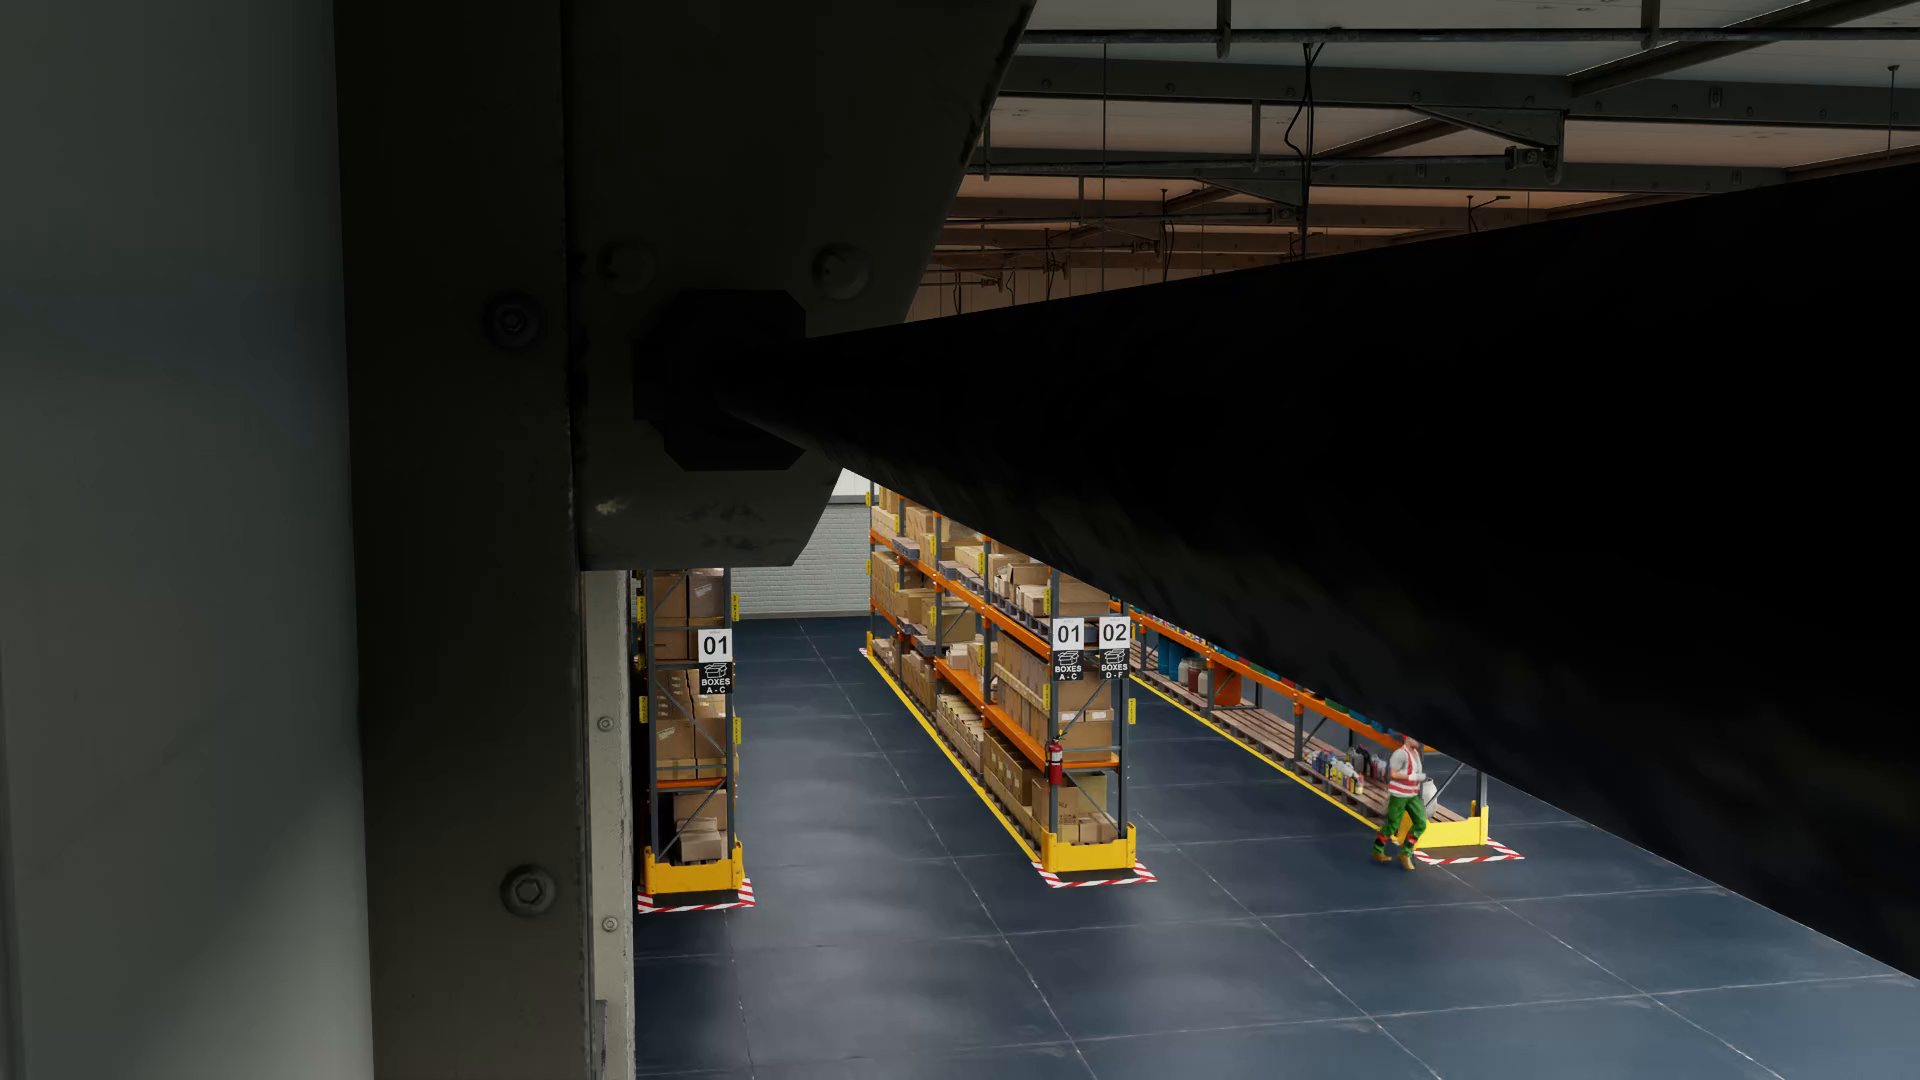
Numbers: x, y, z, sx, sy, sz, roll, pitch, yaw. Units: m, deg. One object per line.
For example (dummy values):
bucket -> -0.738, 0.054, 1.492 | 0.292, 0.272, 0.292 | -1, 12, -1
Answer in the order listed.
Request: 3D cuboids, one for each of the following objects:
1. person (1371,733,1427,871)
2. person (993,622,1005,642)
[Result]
person -> 5.643, 3.263, 21.050 | 0.652, 1.827, 0.736 | -5, 8, -39
person -> 0.856, 1.788, 35.168 | 0.677, 1.795, 0.915 | -2, 6, -21
